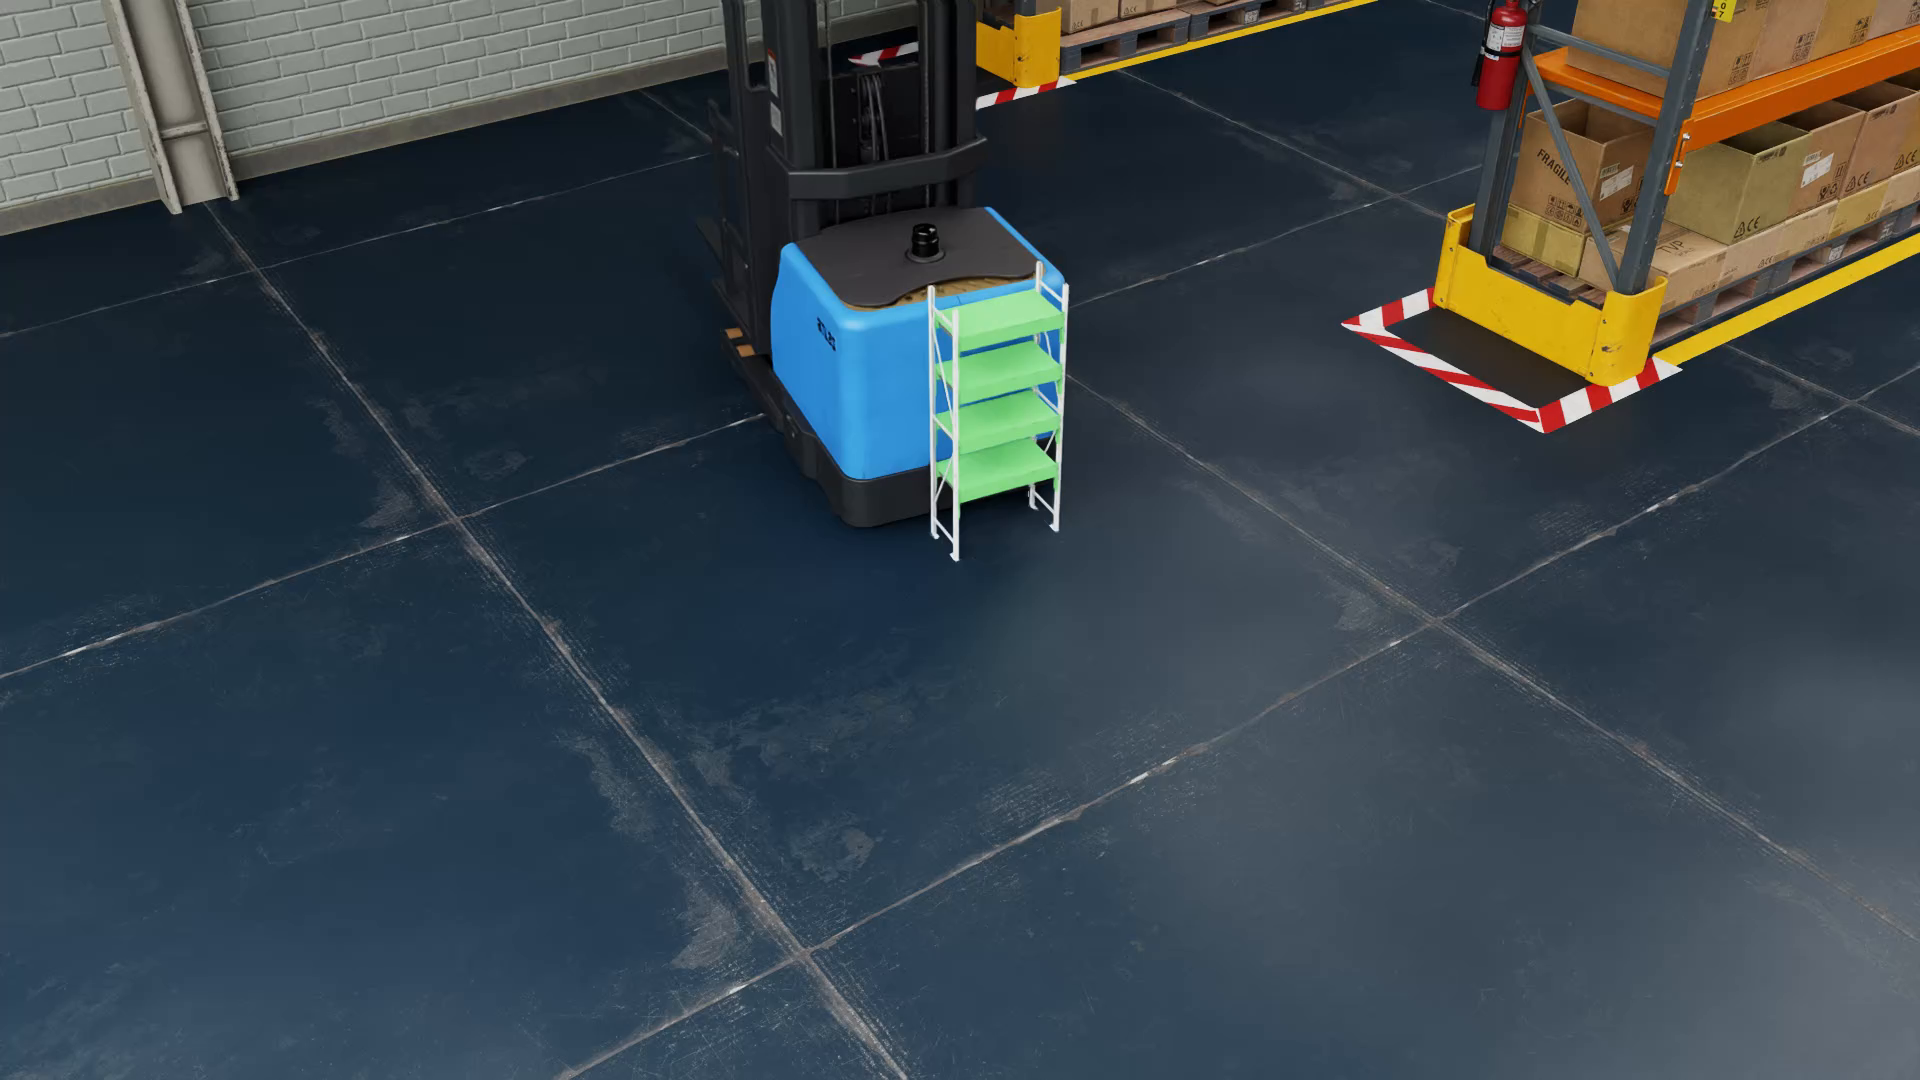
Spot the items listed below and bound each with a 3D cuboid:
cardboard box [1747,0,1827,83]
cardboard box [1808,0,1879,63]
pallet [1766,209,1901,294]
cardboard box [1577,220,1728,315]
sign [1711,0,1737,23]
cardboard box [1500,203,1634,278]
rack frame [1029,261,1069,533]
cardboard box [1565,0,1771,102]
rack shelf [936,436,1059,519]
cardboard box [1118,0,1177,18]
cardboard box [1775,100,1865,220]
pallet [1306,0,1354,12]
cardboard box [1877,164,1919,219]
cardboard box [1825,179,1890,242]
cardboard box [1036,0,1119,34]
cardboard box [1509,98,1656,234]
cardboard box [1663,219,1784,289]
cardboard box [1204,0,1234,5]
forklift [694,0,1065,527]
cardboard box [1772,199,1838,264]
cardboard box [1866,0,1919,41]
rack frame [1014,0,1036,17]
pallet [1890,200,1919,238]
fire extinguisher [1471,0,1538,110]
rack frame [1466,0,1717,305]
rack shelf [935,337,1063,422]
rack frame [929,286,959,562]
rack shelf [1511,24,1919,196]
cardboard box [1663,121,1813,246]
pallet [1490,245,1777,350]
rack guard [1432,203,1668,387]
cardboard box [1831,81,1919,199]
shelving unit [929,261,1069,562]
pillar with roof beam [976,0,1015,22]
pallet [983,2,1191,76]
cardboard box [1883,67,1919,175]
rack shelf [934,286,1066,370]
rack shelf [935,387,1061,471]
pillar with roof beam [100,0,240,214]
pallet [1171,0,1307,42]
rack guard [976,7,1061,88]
[{"bbox_3d":[3.861,-2.685,8.329,0.500,0.500,0.700,-21,41,-27],"label":"cardboard box"},{"bbox_3d":[4.270,-2.849,8.557,0.500,0.500,0.700,-22,41,-28],"label":"cardboard box"},{"bbox_3d":[4.643,-1.868,9.666,1.213,0.211,1.003,-22,41,-28],"label":"pallet"},{"bbox_3d":[3.612,-1.443,8.682,0.500,0.250,0.500,-22,41,-28],"label":"cardboard box"},{"bbox_3d":[3.360,-2.431,7.252,0.005,0.325,0.100,-22,41,-28],"label":"sign"},{"bbox_3d":[3.314,-1.690,9.026,0.500,0.250,0.500,-22,41,-28],"label":"cardboard box"},{"bbox_3d":[0.372,-0.585,7.035,0.015,1.200,0.240,-16,39,-21],"label":"rack frame"},{"bbox_3d":[3.434,-2.506,8.080,0.500,0.500,0.700,-22,41,-28],"label":"cardboard box"},{"bbox_3d":[0.153,-0.275,7.125,0.480,0.148,0.258,-16,39,-21],"label":"rack shelf"},{"bbox_3d":[1.272,-4.146,12.372,0.500,0.311,0.500,-19,40,-24],"label":"cardboard box"},{"bbox_3d":[4.421,-2.091,8.941,0.500,0.500,0.500,-22,41,-28],"label":"cardboard box"},{"bbox_3d":[2.930,-4.648,13.532,1.213,0.211,1.003,-22,41,-28],"label":"pallet"},{"bbox_3d":[5.247,-2.115,9.617,0.500,0.250,0.500,-22,41,-28],"label":"cardboard box"},{"bbox_3d":[4.839,-1.947,9.383,0.500,0.250,0.500,-22,41,-28],"label":"cardboard box"},{"bbox_3d":[0.806,-3.954,12.105,0.500,0.311,0.500,-28,44,-33],"label":"cardboard box"},{"bbox_3d":[3.312,-1.996,8.809,0.500,0.500,0.500,-22,41,-28],"label":"cardboard box"},{"bbox_3d":[4.019,-1.613,8.919,0.500,0.250,0.500,-22,41,-28],"label":"cardboard box"},{"bbox_3d":[1.901,-4.446,12.626,0.500,0.500,0.700,-25,43,-31],"label":"cardboard box"},{"bbox_3d":[-0.590,-2.099,7.658,1.130,2.935,3.031,-14,38,-19],"label":"forklift"},{"bbox_3d":[4.427,-1.781,9.152,0.500,0.250,0.500,-22,41,-28],"label":"cardboard box"},{"bbox_3d":[4.698,-3.028,8.806,0.500,0.500,0.700,-21,41,-27],"label":"cardboard box"},{"bbox_3d":[0.189,-4.677,11.185,0.127,3.000,1.000,-22,41,-28],"label":"rack frame"},{"bbox_3d":[5.641,-2.280,10.240,1.213,0.211,1.003,-22,41,-28],"label":"pallet"},{"bbox_3d":[2.681,-2.465,8.175,0.183,0.674,0.296,-22,41,-28],"label":"fire extinguisher"},{"bbox_3d":[3.045,-2.314,7.899,0.127,3.000,1.000,-22,41,-28],"label":"rack frame"},{"bbox_3d":[0.153,-0.664,6.845,0.480,0.148,0.258,-16,39,-21],"label":"rack shelf"},{"bbox_3d":[-0.065,-0.458,6.860,0.015,1.200,0.240,-16,39,-21],"label":"rack frame"},{"bbox_3d":[4.680,-2.695,9.044,4.000,0.370,1.077,-22,41,-28],"label":"rack shelf"},{"bbox_3d":[4.020,-1.916,8.699,0.500,0.500,0.500,-22,41,-28],"label":"cardboard box"},{"bbox_3d":[3.646,-1.460,9.099,1.213,0.211,1.003,-22,41,-28],"label":"pallet"},{"bbox_3d":[3.026,-1.292,8.618,0.348,0.500,1.175,-22,41,-28],"label":"rack guard"},{"bbox_3d":[4.840,-2.251,9.163,0.500,0.500,0.500,-22,41,-28],"label":"cardboard box"},{"bbox_3d":[0.153,-0.521,6.947,0.503,1.200,0.258,-16,39,-21],"label":"shelving unit"},{"bbox_3d":[2.743,-5.707,7.478,0.400,9.000,9.100,-22,41,-28],"label":"pillar with roof beam"},{"bbox_3d":[0.935,-3.827,12.391,1.213,0.211,1.003,-22,41,-28],"label":"pallet"},{"bbox_3d":[5.240,-2.426,9.407,0.500,0.500,0.500,-22,41,-28],"label":"cardboard box"},{"bbox_3d":[0.153,-0.859,6.704,0.480,0.148,0.258,-16,39,-21],"label":"rack shelf"},{"bbox_3d":[0.153,-0.470,6.985,0.480,0.148,0.258,-16,39,-21],"label":"rack shelf"},{"bbox_3d":[-2.162,-3.688,4.671,0.400,9.000,9.100,-22,41,-28],"label":"pillar with roof beam"},{"bbox_3d":[1.932,-4.235,12.958,1.213,0.211,1.003,-22,41,-28],"label":"pallet"},{"bbox_3d":[0.251,-3.688,11.950,0.348,0.500,1.175,-22,41,-28],"label":"rack guard"}]
